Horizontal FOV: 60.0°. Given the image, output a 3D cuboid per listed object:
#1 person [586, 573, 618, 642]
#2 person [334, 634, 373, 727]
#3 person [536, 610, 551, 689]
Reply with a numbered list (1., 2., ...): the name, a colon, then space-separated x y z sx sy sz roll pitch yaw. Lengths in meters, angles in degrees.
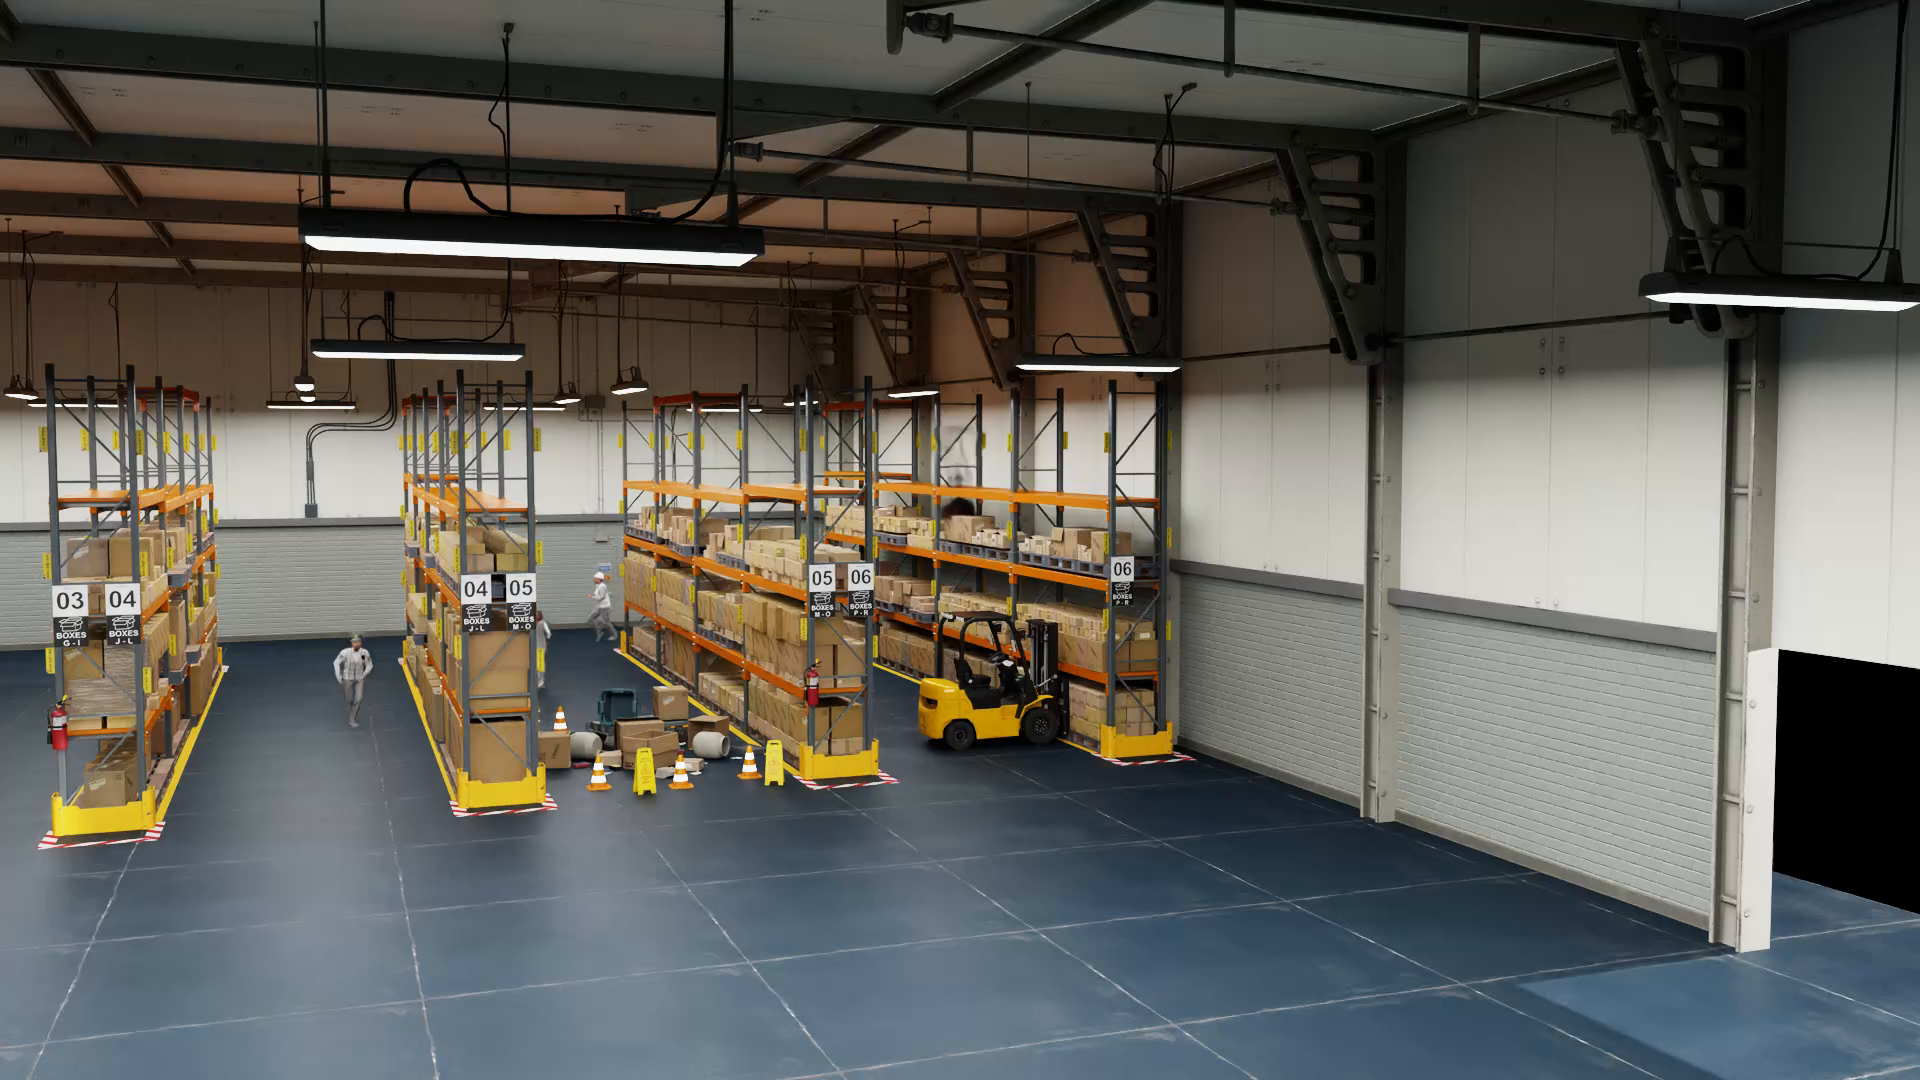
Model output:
1. person: -8.958 1.686 41.613 0.809 1.759 0.684 -2 4 -27
2. person: -10.763 2.478 29.531 0.648 1.654 0.664 -2 4 -25
3. person: -8.523 2.241 33.602 0.499 1.641 0.706 -1 4 -18
